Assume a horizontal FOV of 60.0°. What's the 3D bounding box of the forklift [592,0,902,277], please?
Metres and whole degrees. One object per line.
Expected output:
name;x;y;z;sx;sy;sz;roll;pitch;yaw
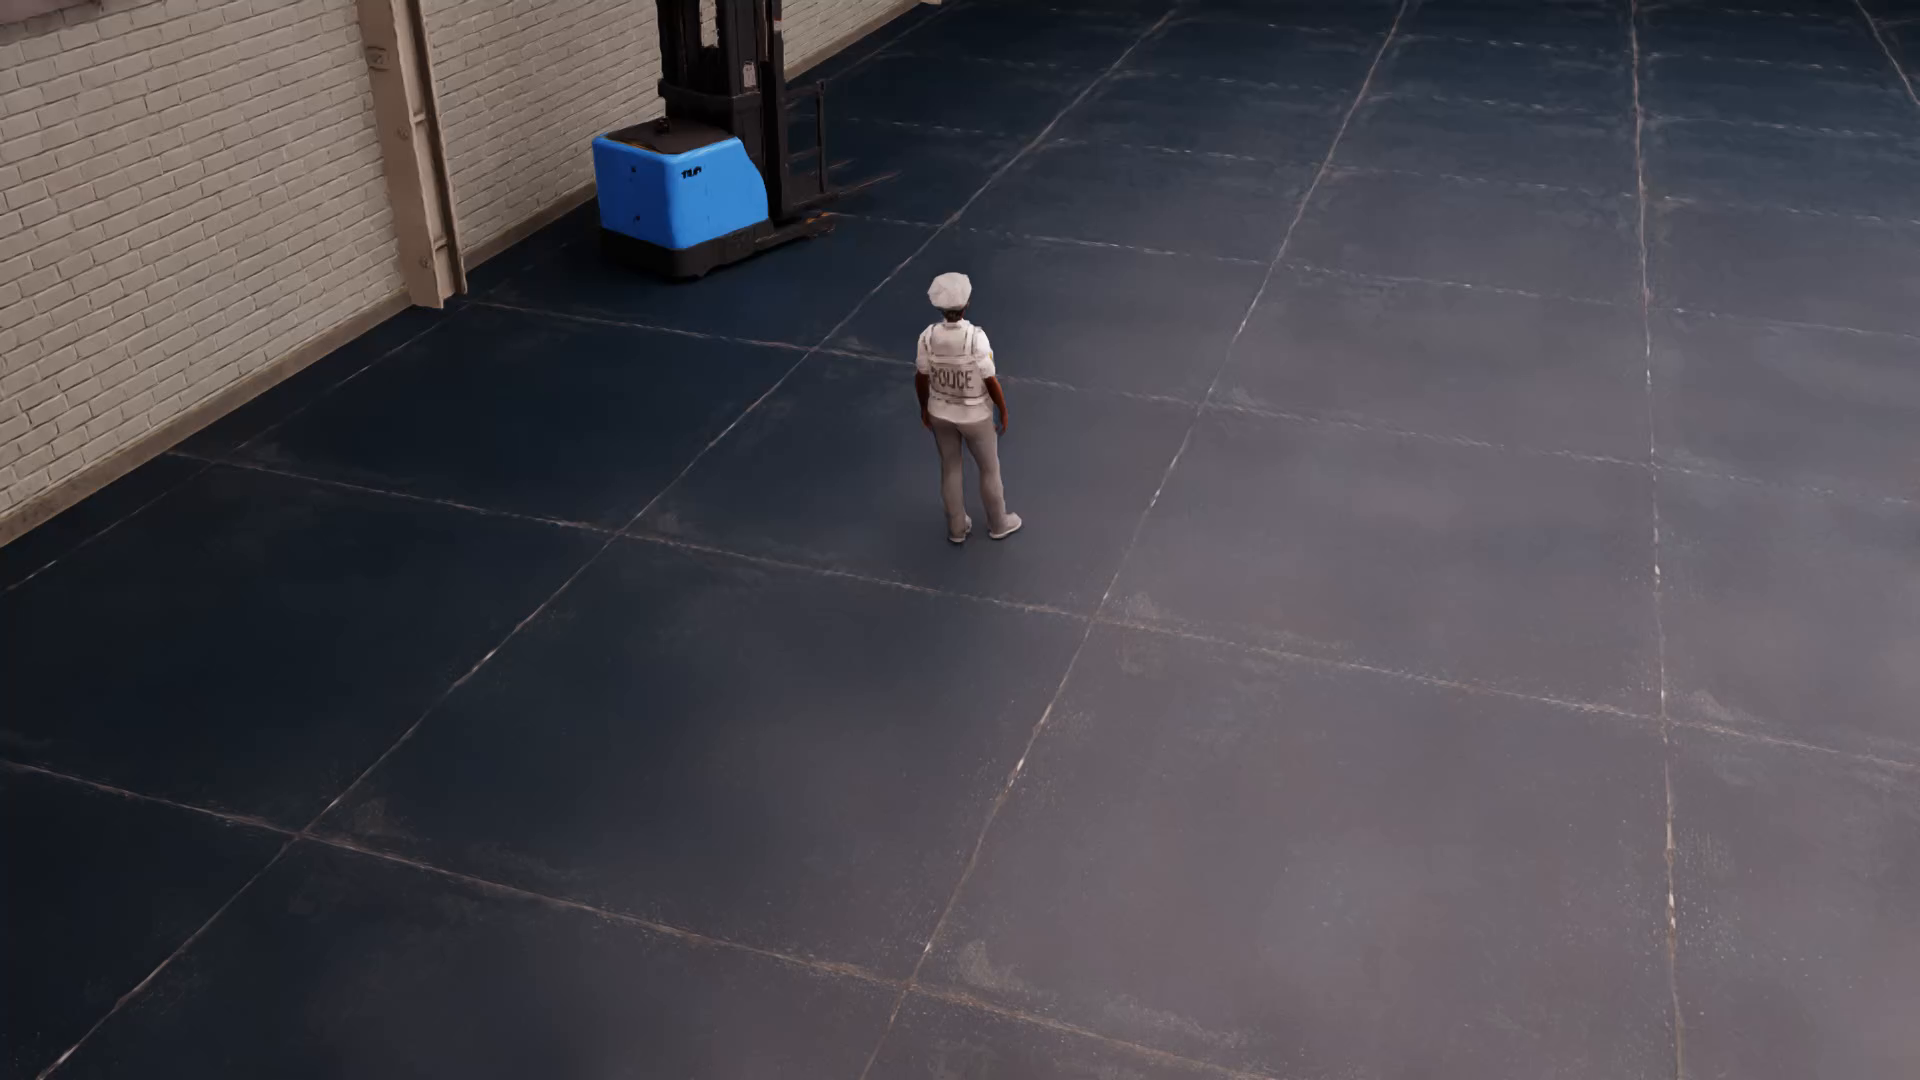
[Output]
forklift;-1.762;-4.109;14.344;1.130;2.935;3.031;22;36;33

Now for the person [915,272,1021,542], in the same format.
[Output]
person;0.043;-0.774;9.729;0.570;1.693;0.529;10;31;16
